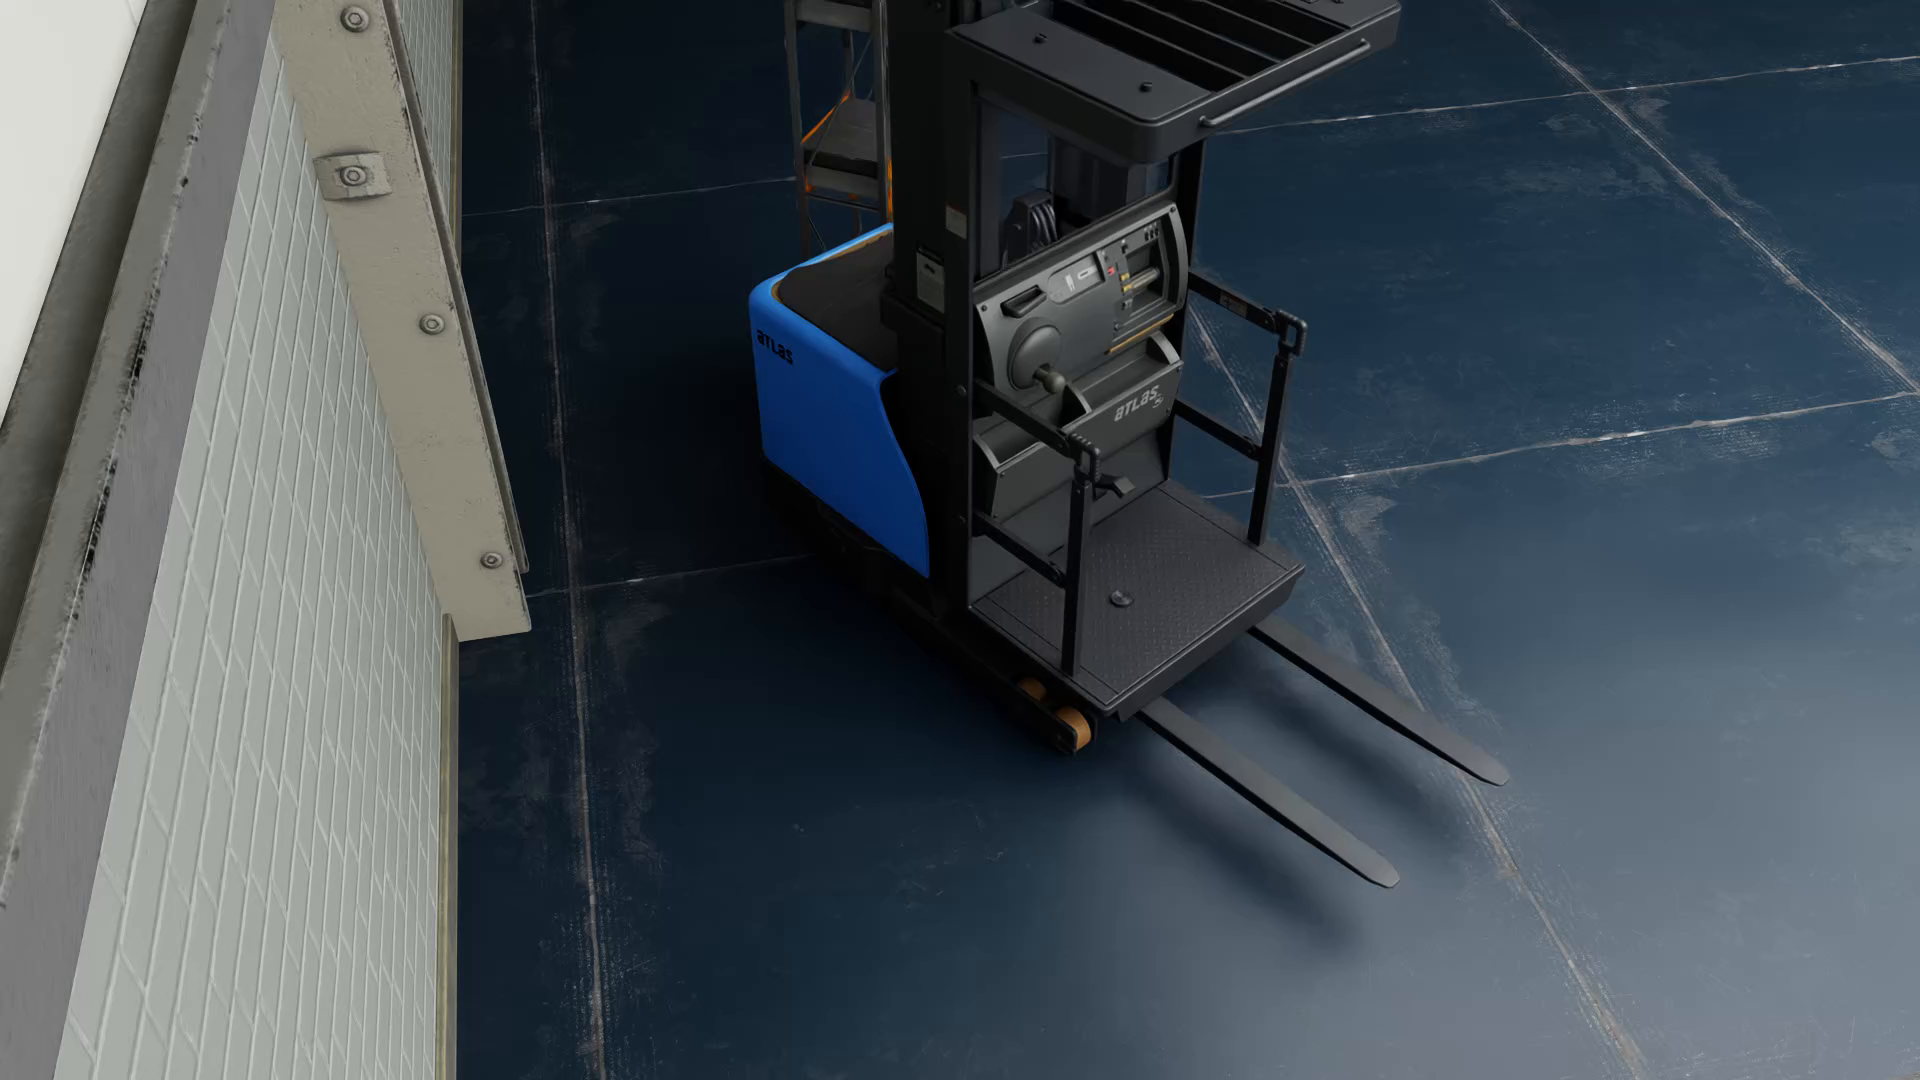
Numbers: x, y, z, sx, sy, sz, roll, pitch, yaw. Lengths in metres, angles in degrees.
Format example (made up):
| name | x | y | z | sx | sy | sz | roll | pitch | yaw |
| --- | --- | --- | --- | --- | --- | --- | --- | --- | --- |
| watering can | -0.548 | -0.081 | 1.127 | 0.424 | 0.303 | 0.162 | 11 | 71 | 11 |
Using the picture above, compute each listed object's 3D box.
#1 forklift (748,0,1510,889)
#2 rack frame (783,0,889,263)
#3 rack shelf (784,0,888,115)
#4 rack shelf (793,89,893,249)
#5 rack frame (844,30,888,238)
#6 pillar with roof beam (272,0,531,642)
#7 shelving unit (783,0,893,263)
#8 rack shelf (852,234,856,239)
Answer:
| name | x | y | z | sx | sy | sz | roll | pitch | yaw |
| --- | --- | --- | --- | --- | --- | --- | --- | --- | --- |
| forklift | 0.560 | -0.729 | 5.364 | 1.130 | 2.935 | 3.031 | -32 | 50 | -30 |
| rack frame | -0.473 | -1.354 | 6.693 | 0.400 | 2.100 | 0.015 | 15 | 44 | 17 |
| rack shelf | -0.380 | -2.017 | 6.406 | 0.431 | 0.518 | 0.480 | 15 | 44 | 17 |
| rack shelf | -0.380 | -1.493 | 6.871 | 0.431 | 0.518 | 0.480 | 15 | 44 | 17 |
| rack frame | -0.287 | -1.653 | 7.030 | 0.400 | 2.100 | 0.015 | 15 | 44 | 17 |
| pillar with roof beam | 2.370 | -3.742 | 4.186 | 9.100 | 9.000 | 0.400 | -8 | 42 | -9 |
| shelving unit | -0.380 | -1.503 | 6.862 | 0.431 | 2.100 | 0.503 | 15 | 44 | 17 |
| rack shelf | -0.380 | -0.970 | 7.336 | 0.431 | 0.518 | 0.480 | 15 | 44 | 17 |
